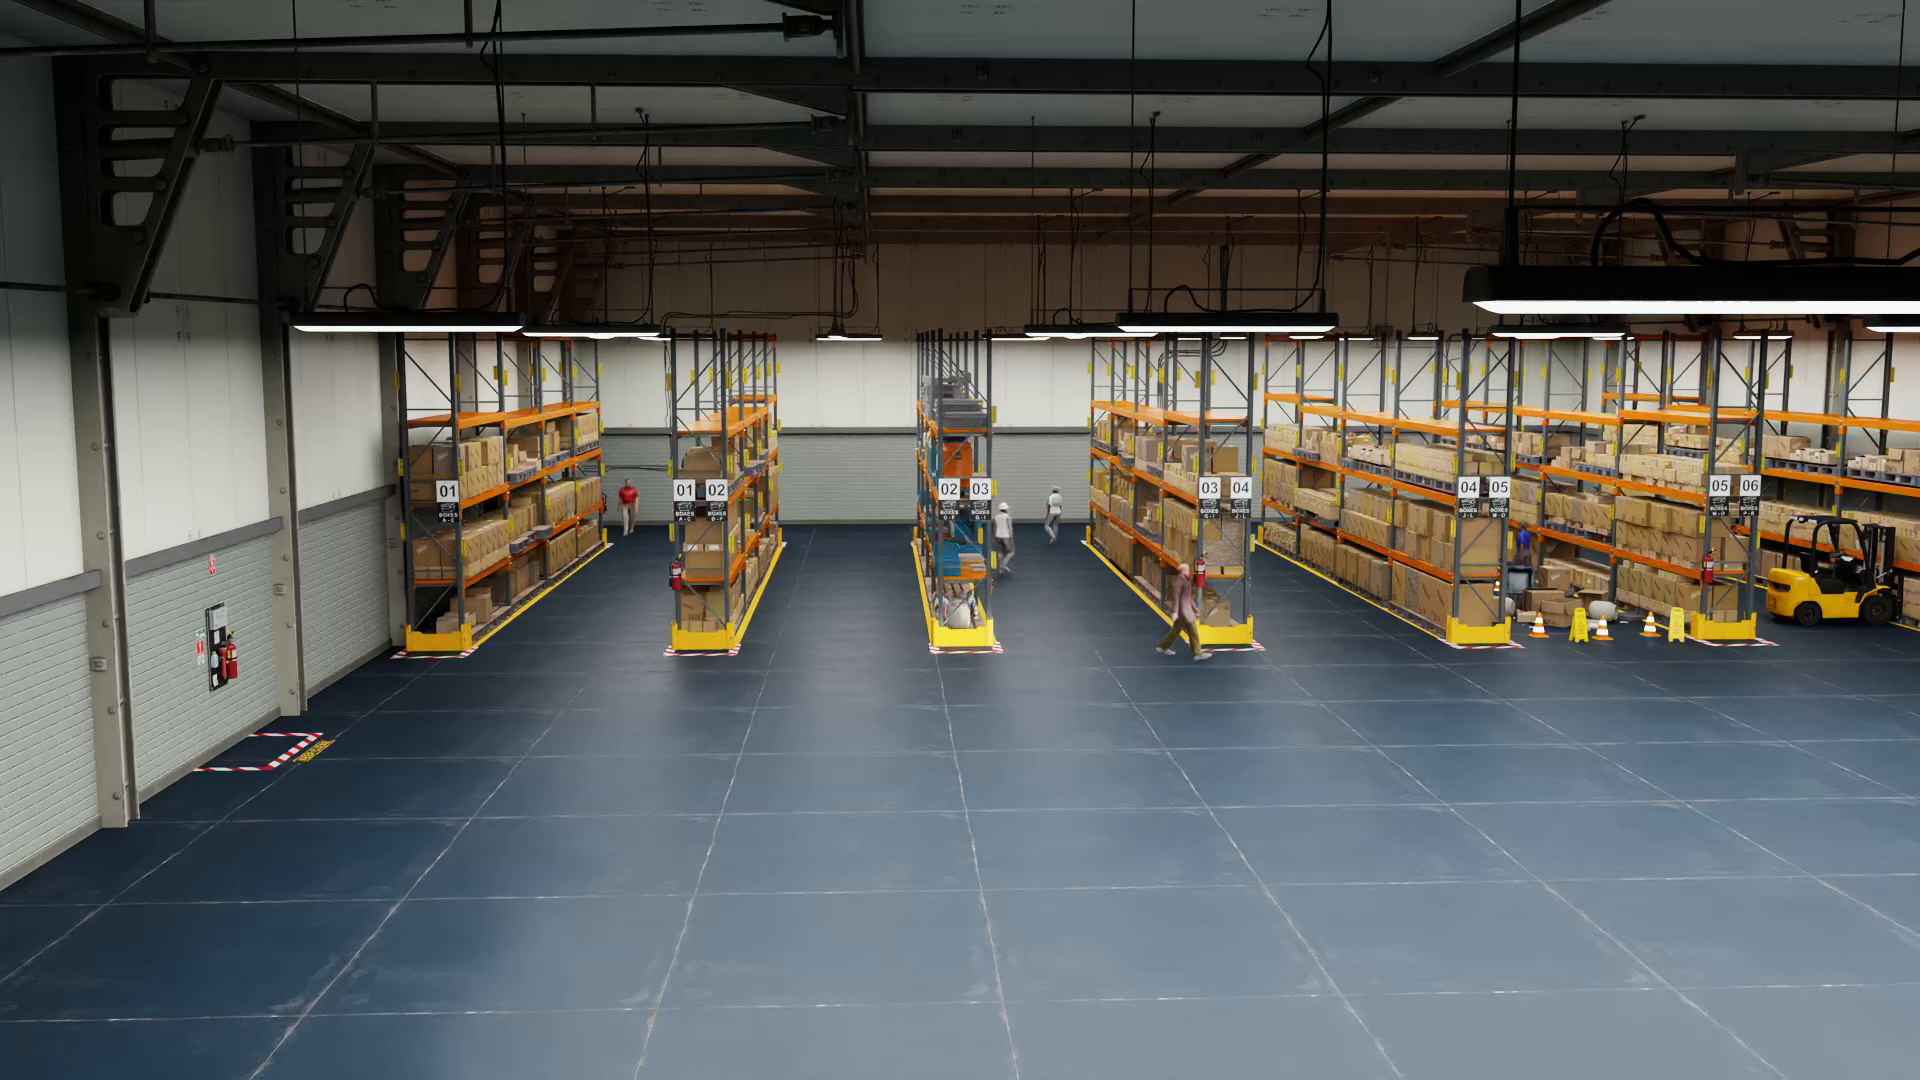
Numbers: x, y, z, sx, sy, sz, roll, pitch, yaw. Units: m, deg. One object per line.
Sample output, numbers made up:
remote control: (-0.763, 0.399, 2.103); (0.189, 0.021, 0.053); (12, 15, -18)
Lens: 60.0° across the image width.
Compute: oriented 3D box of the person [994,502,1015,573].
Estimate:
person: (1.069, -0.054, 41.514); (0.552, 1.774, 0.459); (6, 9, 41)

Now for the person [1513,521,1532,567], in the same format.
person: (13.028, 0.414, 38.427); (0.447, 1.683, 0.612); (-2, 7, -16)

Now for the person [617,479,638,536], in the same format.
person: (-9.927, -0.993, 49.773); (0.601, 1.652, 1.088); (-2, 7, -18)

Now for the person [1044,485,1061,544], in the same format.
person: (2.708, -0.724, 47.692); (0.510, 1.673, 0.471); (-5, 8, -36)

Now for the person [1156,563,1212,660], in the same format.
person: (4.095, 1.297, 30.372); (1.034, 1.749, 0.575); (1, 7, 10)
